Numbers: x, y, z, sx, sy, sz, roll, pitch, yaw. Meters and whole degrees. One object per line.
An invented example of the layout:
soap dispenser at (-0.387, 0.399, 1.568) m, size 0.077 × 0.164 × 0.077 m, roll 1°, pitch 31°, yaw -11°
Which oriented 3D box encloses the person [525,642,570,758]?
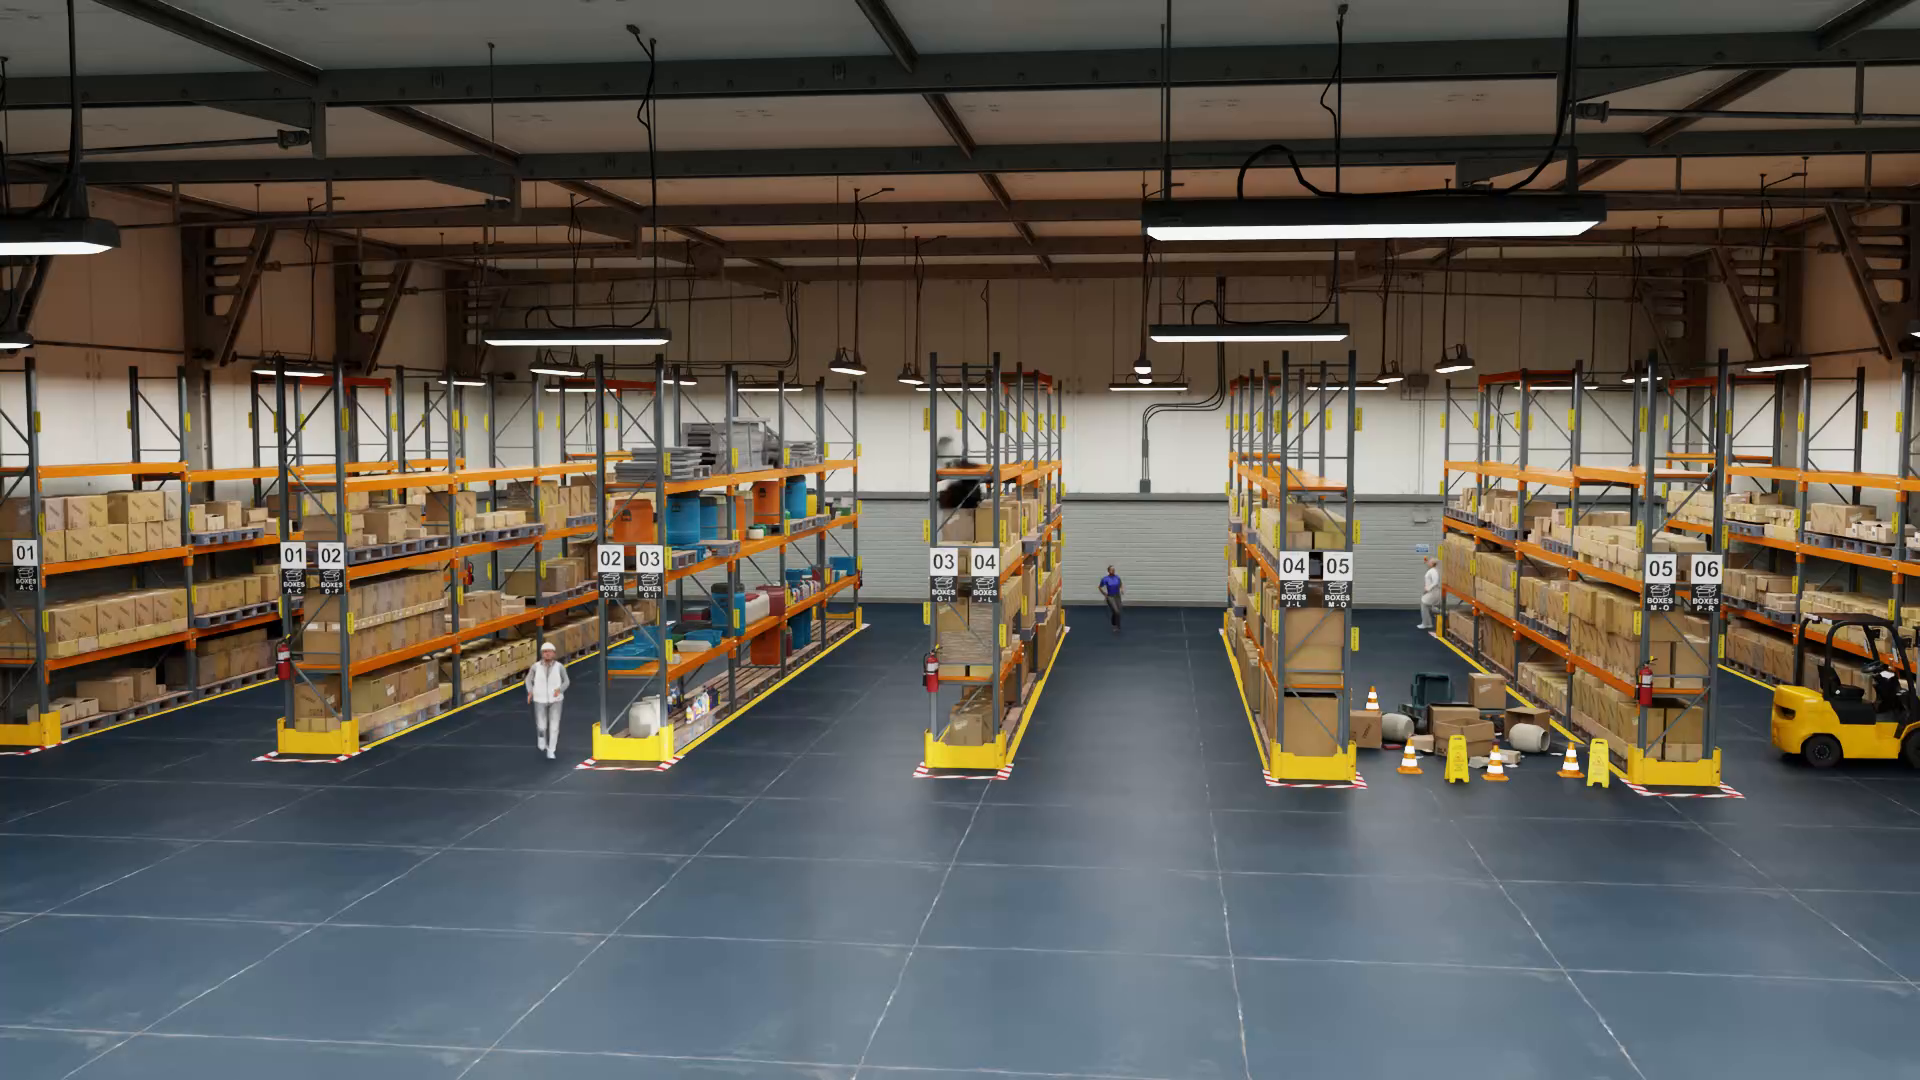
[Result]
person at (-6.141, 2.391, 24.768) m, size 0.657 × 1.728 × 0.574 m, roll -1°, pitch 4°, yaw -14°

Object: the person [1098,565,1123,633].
person at (3.642, 1.407, 39.469) m, size 0.578 × 1.612 × 0.562 m, roll -2°, pitch 4°, yaw -25°

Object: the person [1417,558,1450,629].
person at (11.448, 1.303, 40.161) m, size 0.782 × 1.744 × 0.733 m, roll 1°, pitch 4°, yaw 18°
